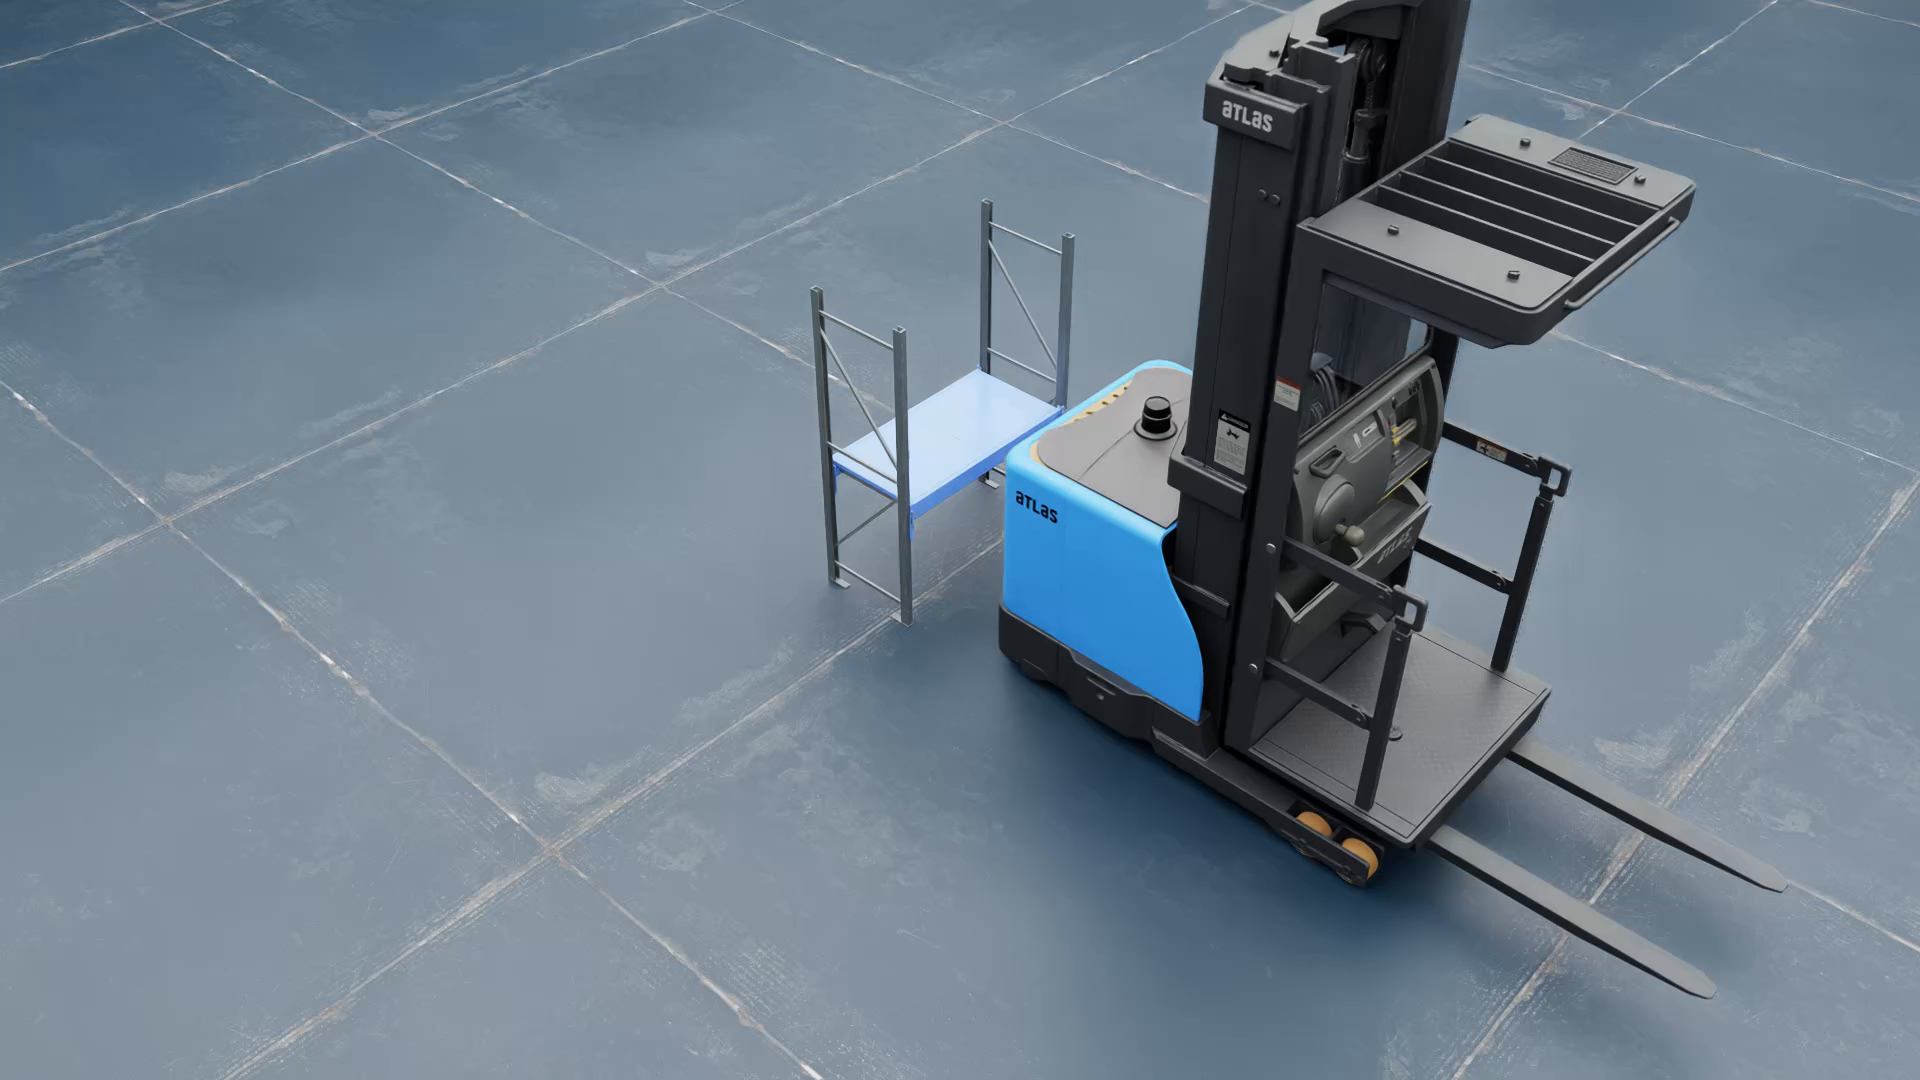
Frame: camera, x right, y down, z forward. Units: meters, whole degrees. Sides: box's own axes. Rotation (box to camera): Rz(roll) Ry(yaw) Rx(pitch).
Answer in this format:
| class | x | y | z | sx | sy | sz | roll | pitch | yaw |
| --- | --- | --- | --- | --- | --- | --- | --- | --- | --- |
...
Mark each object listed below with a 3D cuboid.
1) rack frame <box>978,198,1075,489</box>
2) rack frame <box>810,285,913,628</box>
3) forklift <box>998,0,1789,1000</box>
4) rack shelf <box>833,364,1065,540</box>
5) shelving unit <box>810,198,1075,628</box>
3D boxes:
| class | x | y | z | sx | sy | sz | roll | pitch | yaw |
| --- | --- | --- | --- | --- | --- | --- | --- | --- | --- |
| rack frame | 0.285 | -0.781 | 7.528 | 0.500 | 1.500 | 0.032 | 30 | 47 | 32 |
| rack frame | -0.400 | -0.314 | 6.940 | 0.500 | 1.500 | 0.032 | 30 | 47 | 32 |
| forklift | 1.588 | -0.248 | 5.707 | 3.031 | 2.935 | 1.130 | 30 | 47 | 32 |
| rack shelf | -0.058 | -0.407 | 7.346 | 0.538 | 0.185 | 1.000 | 30 | 47 | 32 |
| shelving unit | -0.058 | -0.548 | 7.234 | 0.538 | 1.500 | 1.048 | 30 | 47 | 32 |
